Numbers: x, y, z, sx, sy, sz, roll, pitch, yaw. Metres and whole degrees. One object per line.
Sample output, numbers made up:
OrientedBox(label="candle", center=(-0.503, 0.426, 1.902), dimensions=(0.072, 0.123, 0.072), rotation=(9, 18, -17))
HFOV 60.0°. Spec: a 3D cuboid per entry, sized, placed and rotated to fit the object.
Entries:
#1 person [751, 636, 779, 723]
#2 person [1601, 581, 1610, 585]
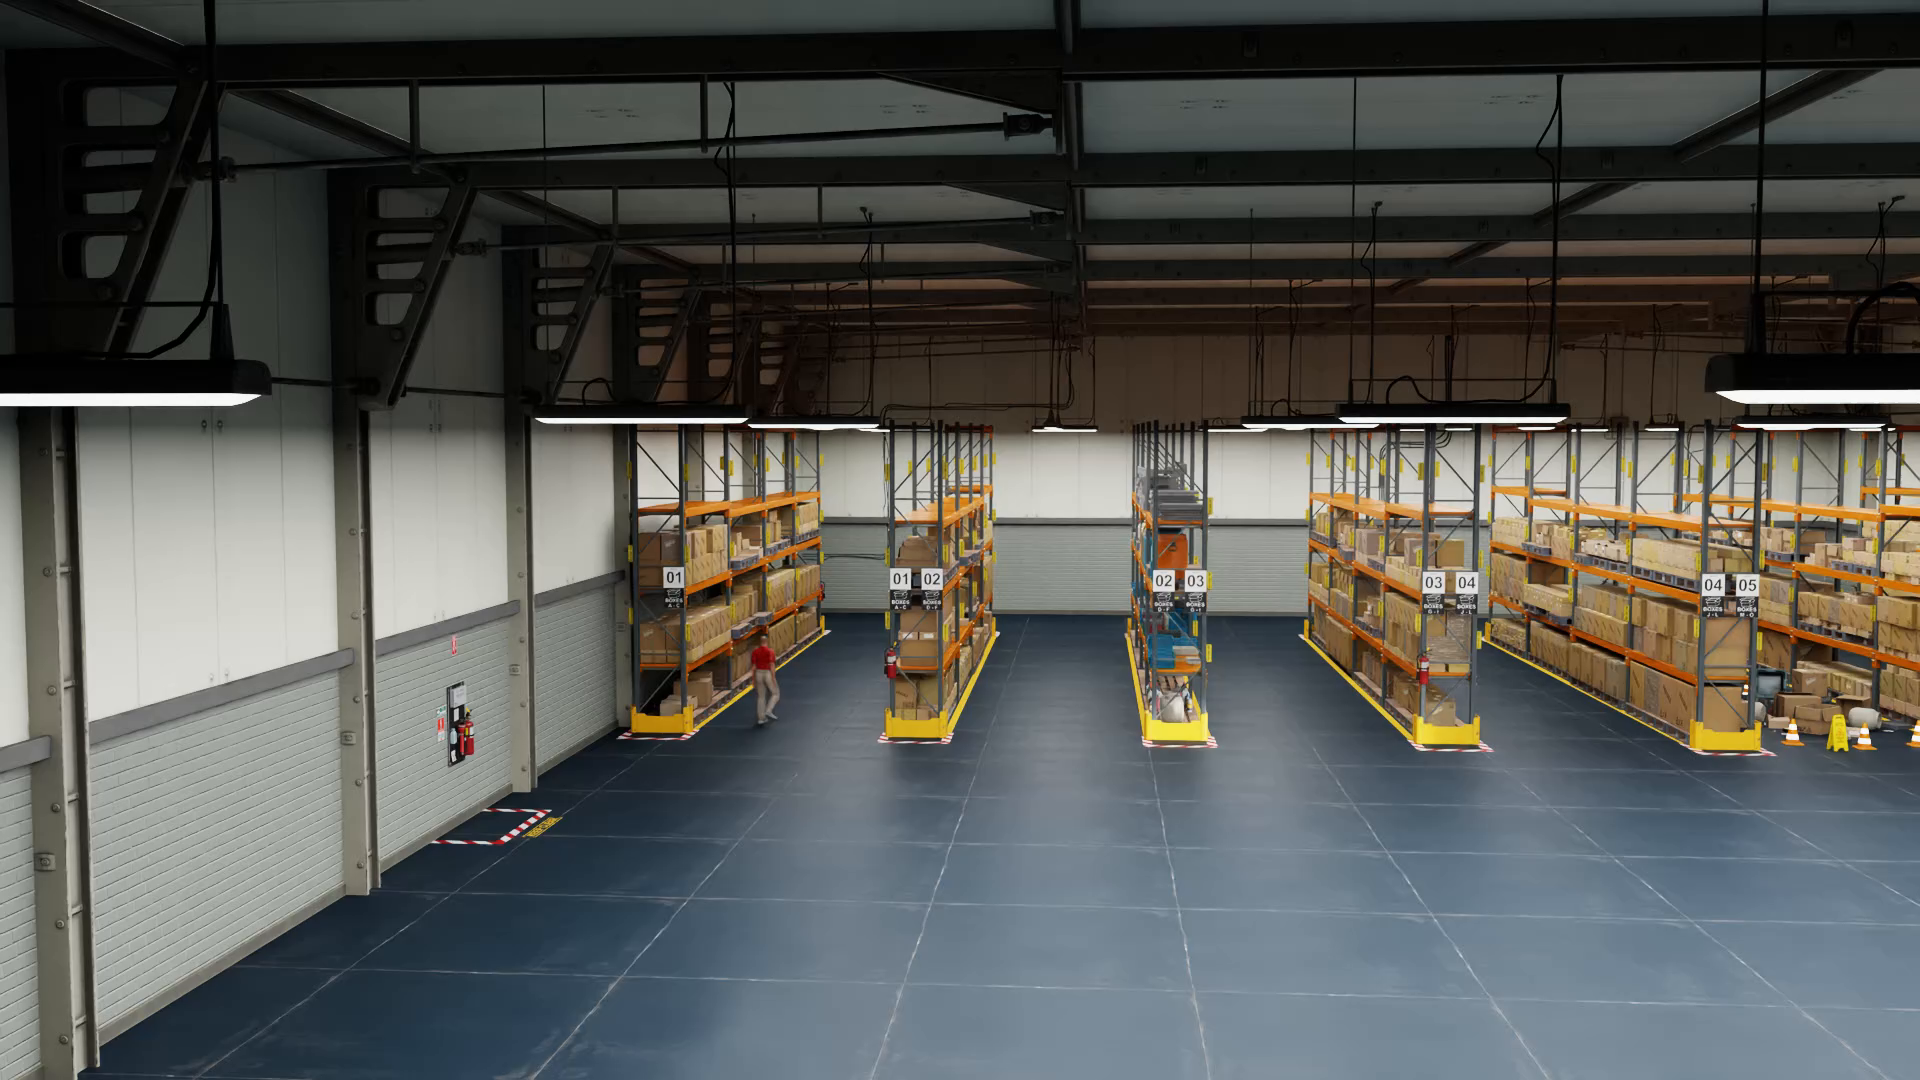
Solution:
OrientedBox(label="person", center=(-3.878, 2.763, 33.052), dimensions=(0.586, 1.714, 0.443), rotation=(1, 4, 17))
OrientedBox(label="person", center=(17.994, 1.947, 46.442), dimensions=(0.996, 1.612, 0.483), rotation=(2, 4, 24))
